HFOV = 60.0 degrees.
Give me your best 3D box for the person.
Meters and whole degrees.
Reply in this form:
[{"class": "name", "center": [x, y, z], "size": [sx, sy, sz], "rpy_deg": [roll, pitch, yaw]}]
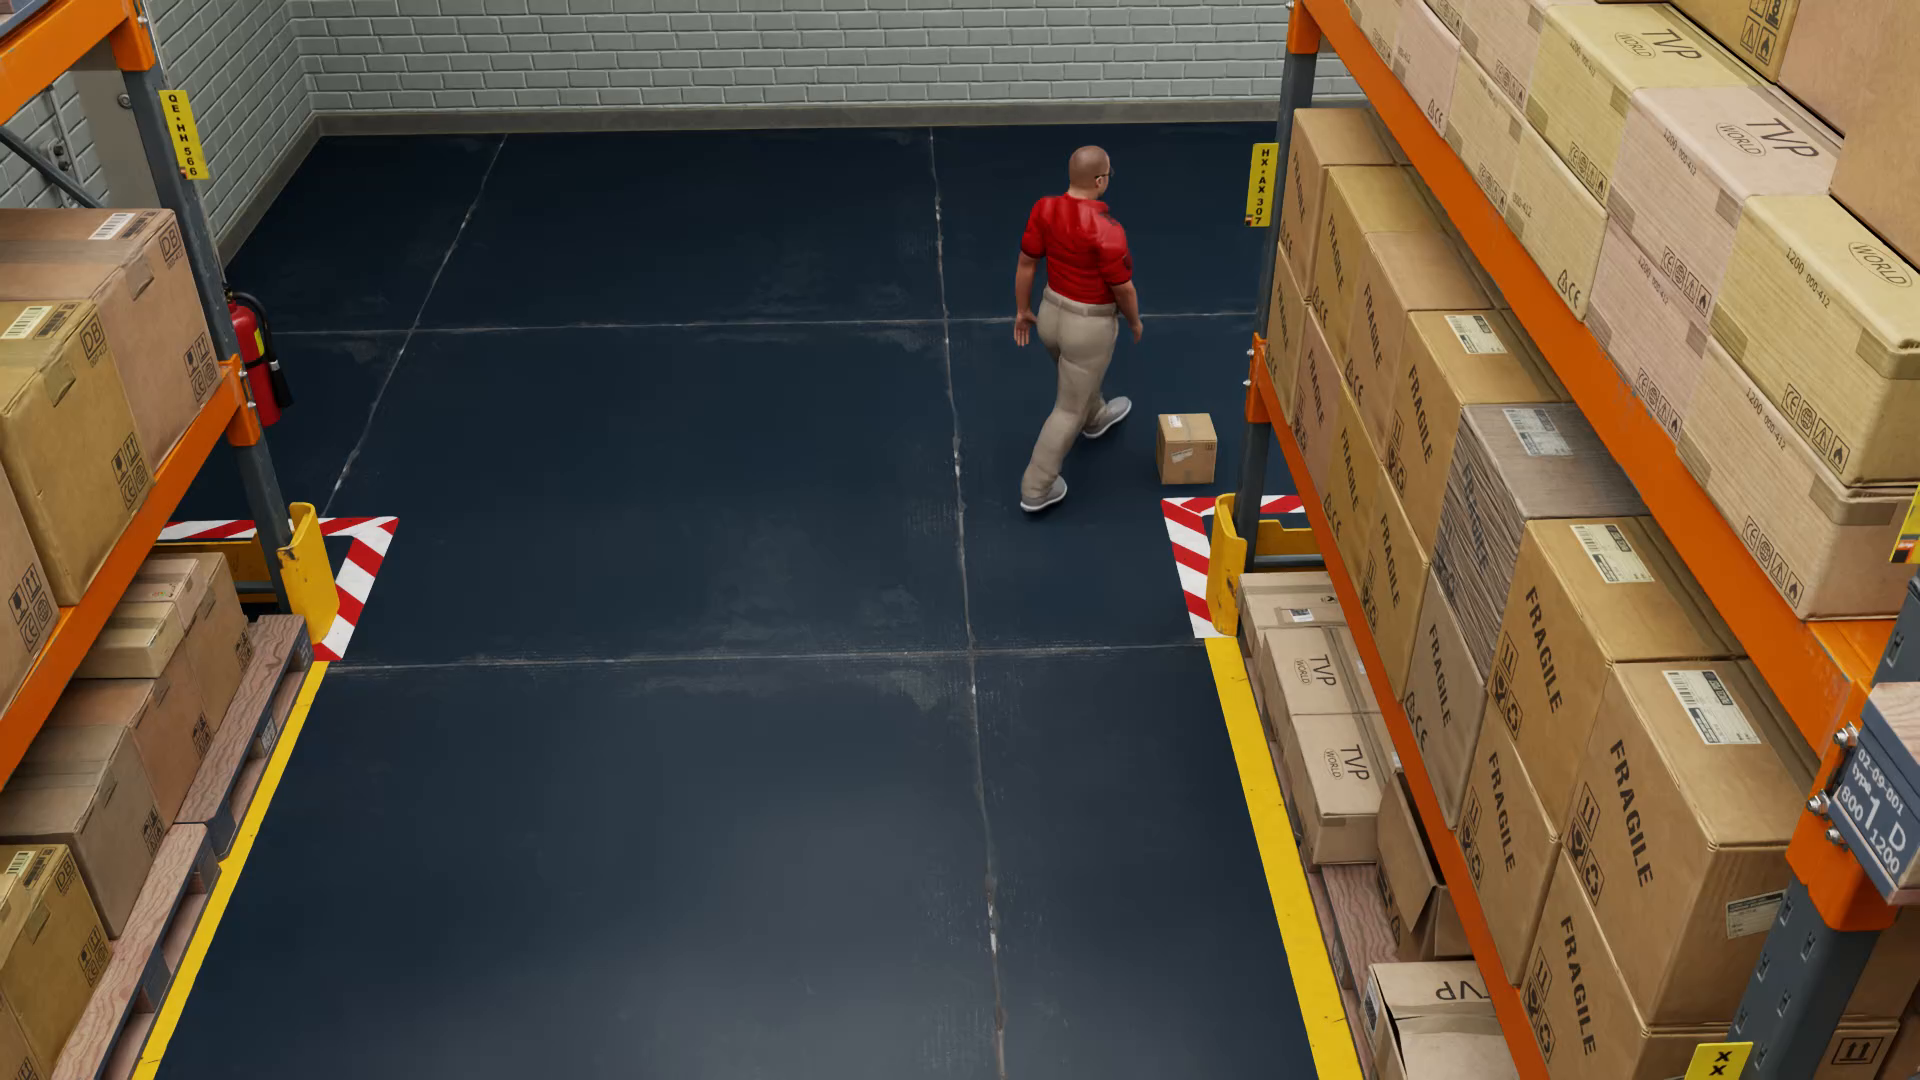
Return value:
[{"class": "person", "center": [0.608, -1.033, 7.643], "size": [1.007, 1.674, 0.579], "rpy_deg": [-25, 42, -31]}]
